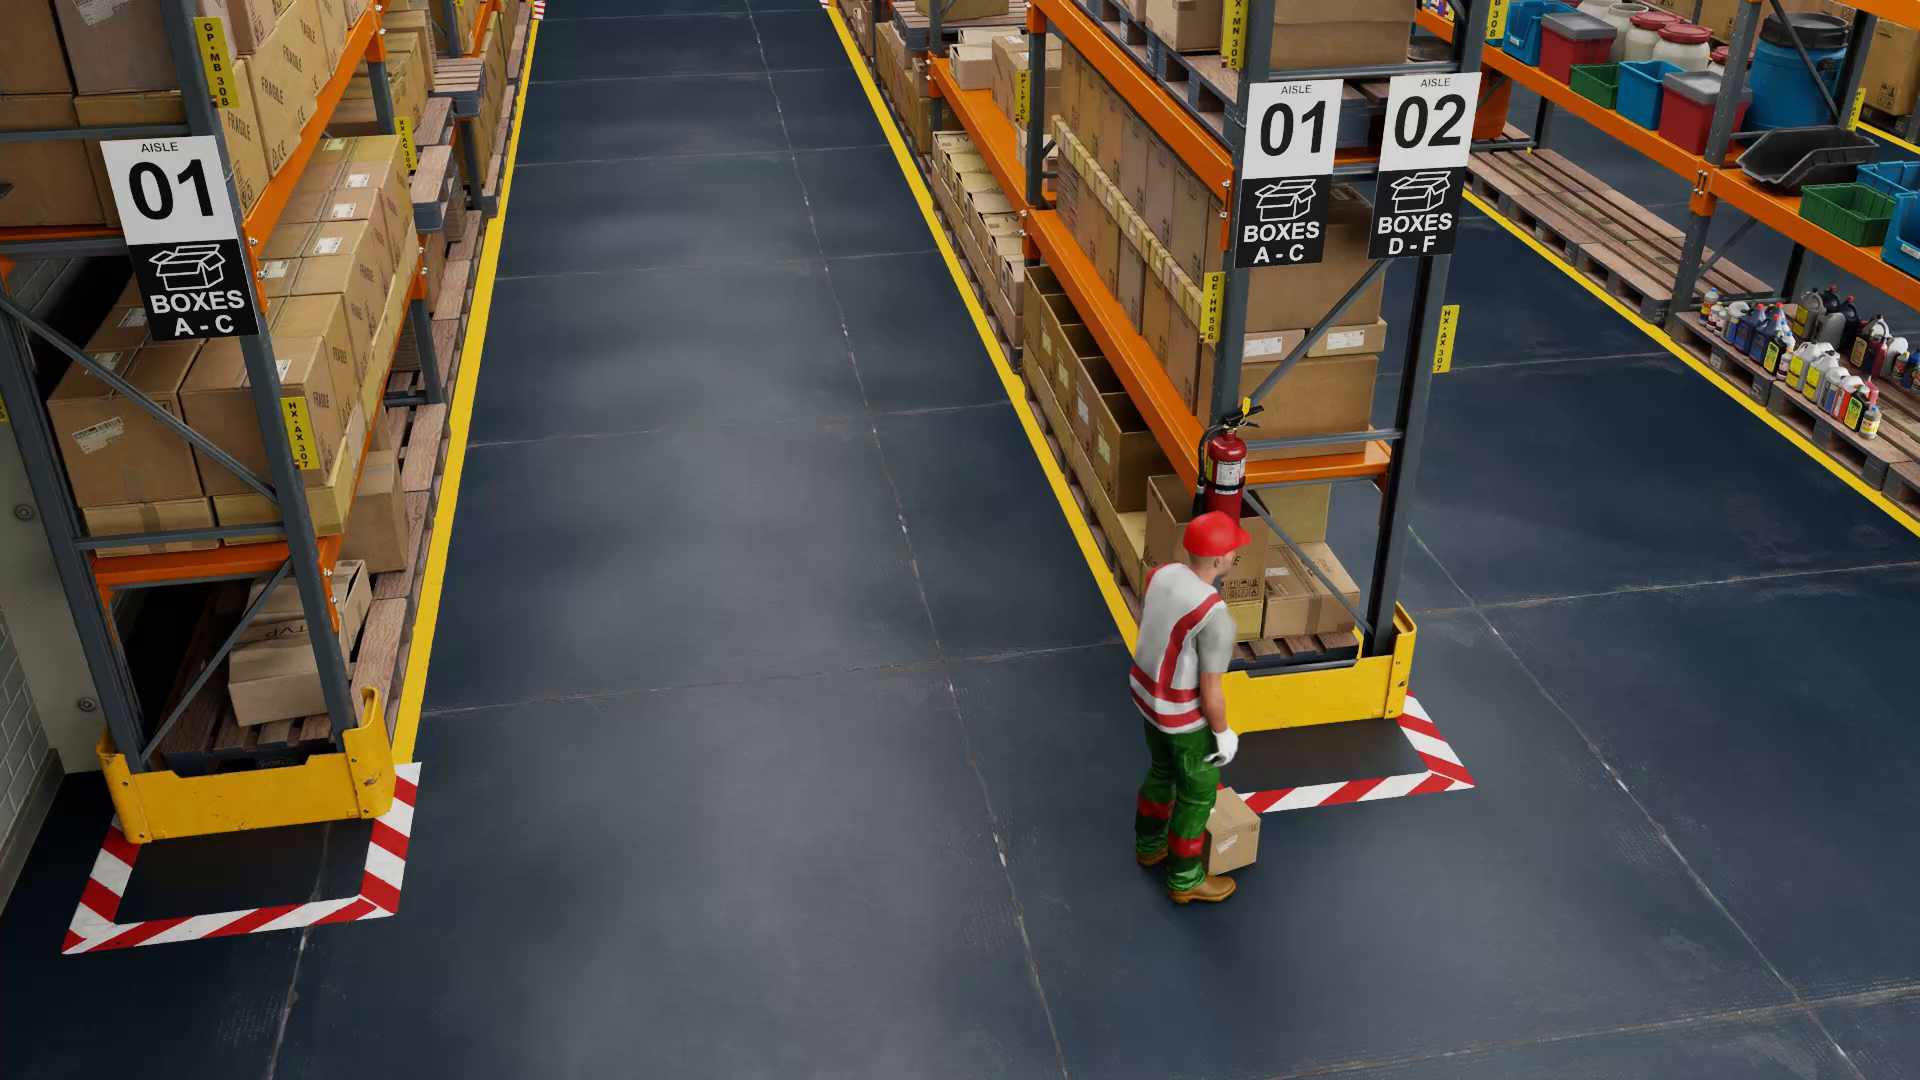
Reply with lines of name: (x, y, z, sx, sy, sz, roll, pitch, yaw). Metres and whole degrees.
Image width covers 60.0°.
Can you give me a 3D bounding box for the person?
person: (0.953, 0.689, 6.950, 0.455, 1.779, 0.619, -12, 33, -20)
